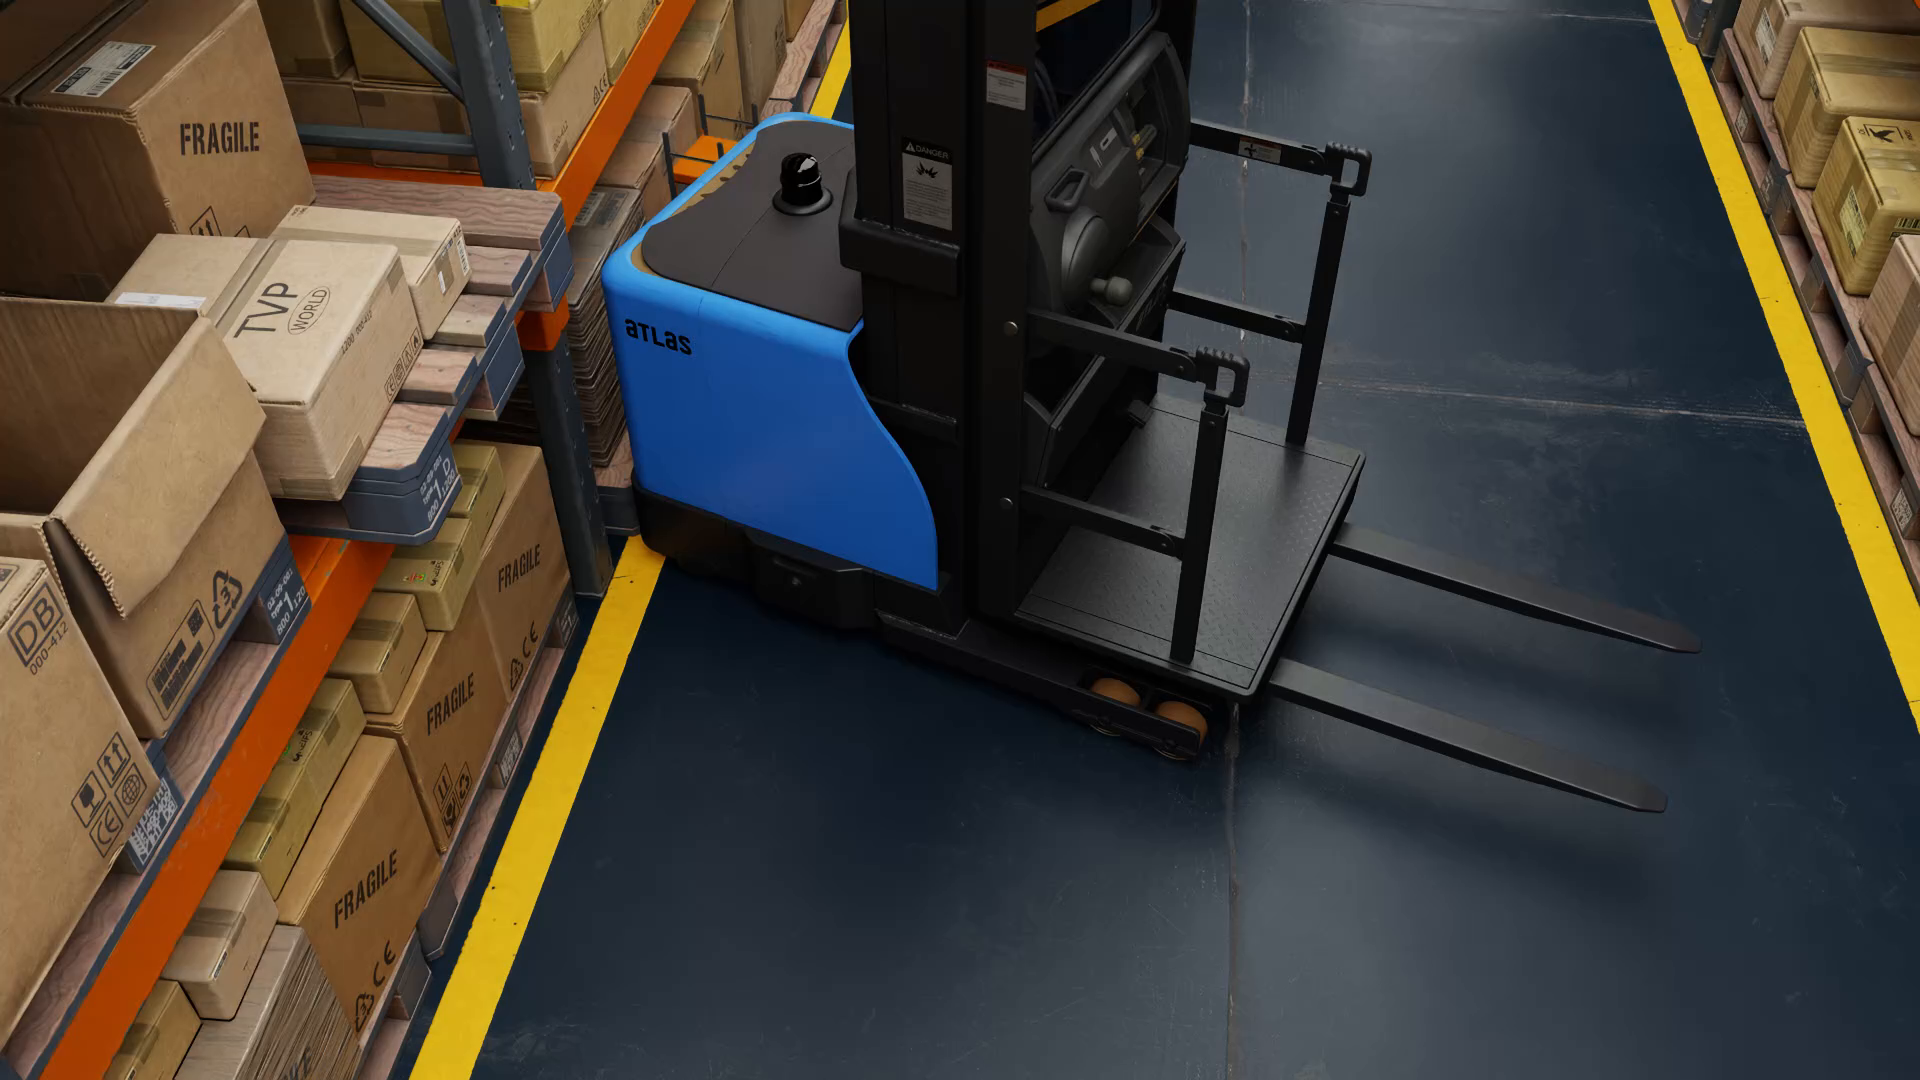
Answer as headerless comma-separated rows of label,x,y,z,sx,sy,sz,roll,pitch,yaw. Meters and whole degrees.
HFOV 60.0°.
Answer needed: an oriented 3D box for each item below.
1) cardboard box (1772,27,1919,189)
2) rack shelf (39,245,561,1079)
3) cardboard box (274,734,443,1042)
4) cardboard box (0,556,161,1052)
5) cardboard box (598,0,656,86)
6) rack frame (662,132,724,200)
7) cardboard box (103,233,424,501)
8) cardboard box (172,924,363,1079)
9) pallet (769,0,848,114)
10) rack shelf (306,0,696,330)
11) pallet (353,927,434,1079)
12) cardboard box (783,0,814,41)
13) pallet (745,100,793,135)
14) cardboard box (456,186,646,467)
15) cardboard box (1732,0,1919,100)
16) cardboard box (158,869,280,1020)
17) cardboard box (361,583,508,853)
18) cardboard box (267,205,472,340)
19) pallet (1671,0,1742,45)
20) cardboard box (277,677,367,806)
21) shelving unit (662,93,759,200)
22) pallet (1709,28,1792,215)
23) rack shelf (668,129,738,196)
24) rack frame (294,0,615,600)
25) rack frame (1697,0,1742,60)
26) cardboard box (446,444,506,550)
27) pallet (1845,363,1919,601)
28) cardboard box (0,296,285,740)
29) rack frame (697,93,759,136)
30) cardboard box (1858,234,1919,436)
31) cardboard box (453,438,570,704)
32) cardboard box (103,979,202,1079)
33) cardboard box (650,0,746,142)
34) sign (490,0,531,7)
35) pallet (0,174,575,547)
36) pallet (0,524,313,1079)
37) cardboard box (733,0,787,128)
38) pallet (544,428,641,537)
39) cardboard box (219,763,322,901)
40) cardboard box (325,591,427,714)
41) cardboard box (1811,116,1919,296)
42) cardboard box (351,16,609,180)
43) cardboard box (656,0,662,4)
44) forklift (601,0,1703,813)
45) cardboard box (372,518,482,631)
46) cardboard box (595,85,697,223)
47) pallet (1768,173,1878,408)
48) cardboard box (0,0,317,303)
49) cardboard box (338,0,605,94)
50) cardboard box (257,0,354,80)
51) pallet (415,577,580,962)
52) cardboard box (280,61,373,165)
cardboard box,3.718,-1.623,6.388,0.950,0.372,0.625,8,44,8
rack shelf,-1.837,0.629,2.927,1.077,0.370,4.000,5,44,6
cardboard box,-1.558,0.765,3.773,0.500,0.500,0.500,7,44,7
cardboard box,-1.643,0.345,2.326,0.700,0.500,0.500,5,44,5
cardboard box,-1.200,-1.563,4.828,0.500,0.250,0.500,4,44,5
rack frame,-0.802,-0.831,5.361,0.200,1.050,0.008,14,46,14
cardboard box,-1.391,-0.344,3.236,0.500,0.250,0.500,3,44,4
cardboard box,-1.609,1.121,3.397,0.500,0.500,0.500,4,44,4
pallet,-1.102,-2.203,7.423,1.003,0.211,1.213,5,44,6
rack shelf,-1.308,-2.097,5.806,1.077,0.370,4.000,5,44,6
pallet,-1.872,1.352,3.668,1.003,0.211,1.213,5,44,6
cardboard box,-1.101,-2.655,7.294,0.875,0.625,0.625,7,44,7
pallet,-1.261,-1.369,6.542,1.003,0.211,1.213,5,44,6
cardboard box,-1.476,-0.709,5.239,0.875,0.625,0.625,7,44,7
cardboard box,3.810,-2.113,6.906,0.950,0.372,0.625,6,44,6
cardboard box,-1.590,0.786,3.280,0.380,0.149,0.250,3,44,4
cardboard box,-1.492,0.408,4.150,0.500,0.500,0.500,5,44,5
cardboard box,-1.279,-0.574,3.551,0.380,0.149,0.250,6,44,6
pallet,3.931,-2.721,7.970,1.003,0.211,1.213,5,44,6
cardboard box,-1.550,0.424,3.661,0.380,0.149,0.250,6,44,7
shelving unit,-0.761,-0.911,5.444,0.215,1.050,0.252,14,46,14
pallet,3.776,-1.729,6.922,1.003,0.211,1.213,5,44,6
rack shelf,-0.763,-1.108,5.254,0.215,0.259,0.240,14,46,14
rack frame,-1.572,-0.995,4.119,1.000,3.000,0.127,5,44,6
rack frame,3.877,-3.272,6.524,1.000,3.000,0.127,5,44,6
cardboard box,-1.387,-0.116,4.231,0.380,0.149,0.250,3,44,3
pallet,3.453,-0.066,5.166,1.003,0.211,1.213,5,44,6
cardboard box,-1.605,-0.056,2.746,0.797,0.503,0.637,4,44,5
rack frame,-0.721,-0.991,5.526,0.200,1.050,0.008,14,46,14
cardboard box,3.522,-0.632,5.342,0.950,0.372,0.625,4,44,5
cardboard box,-1.415,0.068,4.509,0.500,0.500,0.500,6,44,7
cardboard box,-1.673,0.948,3.108,0.380,0.149,0.250,5,44,6
cardboard box,-1.309,-1.614,6.194,0.875,0.625,0.625,4,44,4
sign,-1.033,-1.344,3.703,0.100,0.325,0.005,5,44,6
pallet,-1.592,-0.457,3.690,1.213,0.211,1.003,5,44,6
pallet,-1.825,0.401,2.785,1.003,0.211,1.213,5,44,6
cardboard box,-1.212,-2.126,6.736,0.875,0.625,0.625,5,44,5
pallet,-1.425,-0.540,5.667,1.003,0.211,1.213,5,44,6
cardboard box,-1.583,0.595,3.481,0.380,0.149,0.250,5,44,5
cardboard box,-1.471,0.249,3.847,0.380,0.149,0.250,4,44,4
cardboard box,3.628,-1.149,5.887,0.950,0.372,0.625,7,44,7
cardboard box,-1.272,-1.221,4.467,0.500,0.250,0.500,5,44,6
cardboard box,-1.139,-1.915,5.199,0.500,0.250,0.500,4,44,4
forklift,0.564,-0.876,4.043,3.031,2.935,1.130,18,46,18
cardboard box,-1.392,0.073,4.032,0.380,0.149,0.250,3,44,3
cardboard box,-1.398,-1.155,5.710,0.875,0.625,0.625,7,44,7
pallet,3.617,-0.895,6.042,1.003,0.211,1.213,5,44,6
cardboard box,-1.795,-0.847,3.585,0.500,0.500,0.500,7,44,7
cardboard box,-1.247,-1.400,4.292,0.500,0.250,0.500,5,44,5
cardboard box,-1.788,-1.453,4.349,0.500,0.250,0.500,6,44,6
pallet,-1.709,0.523,4.544,1.003,0.211,1.213,5,44,6
cardboard box,-1.767,-1.270,4.519,0.500,0.250,0.500,4,44,5
